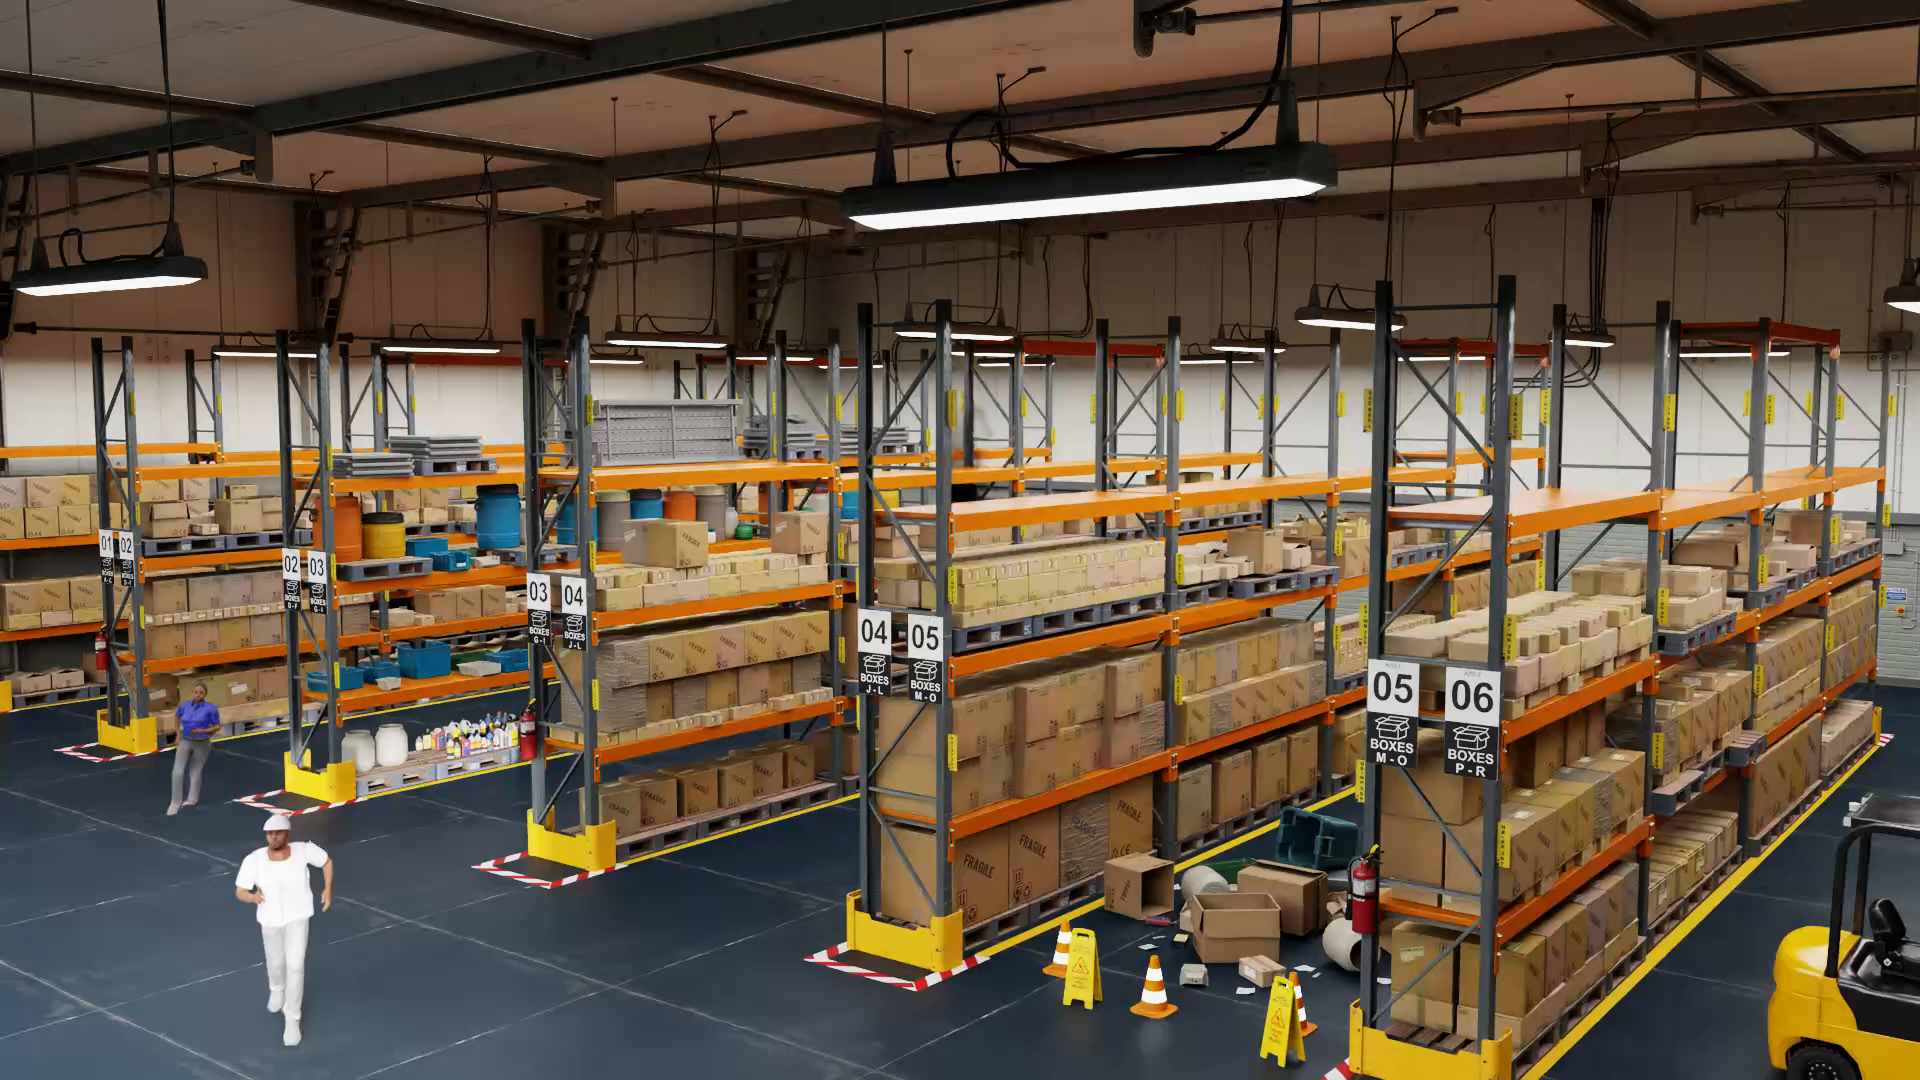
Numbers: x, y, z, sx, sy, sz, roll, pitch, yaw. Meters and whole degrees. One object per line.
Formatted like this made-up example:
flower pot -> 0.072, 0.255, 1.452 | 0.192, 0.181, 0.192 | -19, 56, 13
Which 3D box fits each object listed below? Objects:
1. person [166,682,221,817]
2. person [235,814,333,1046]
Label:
person -> -9.497, 2.582, 20.640 | 0.646, 1.661, 0.682 | -1, 5, -12
person -> -5.500, 3.106, 13.577 | 0.710, 1.811, 0.913 | -1, 5, -14
